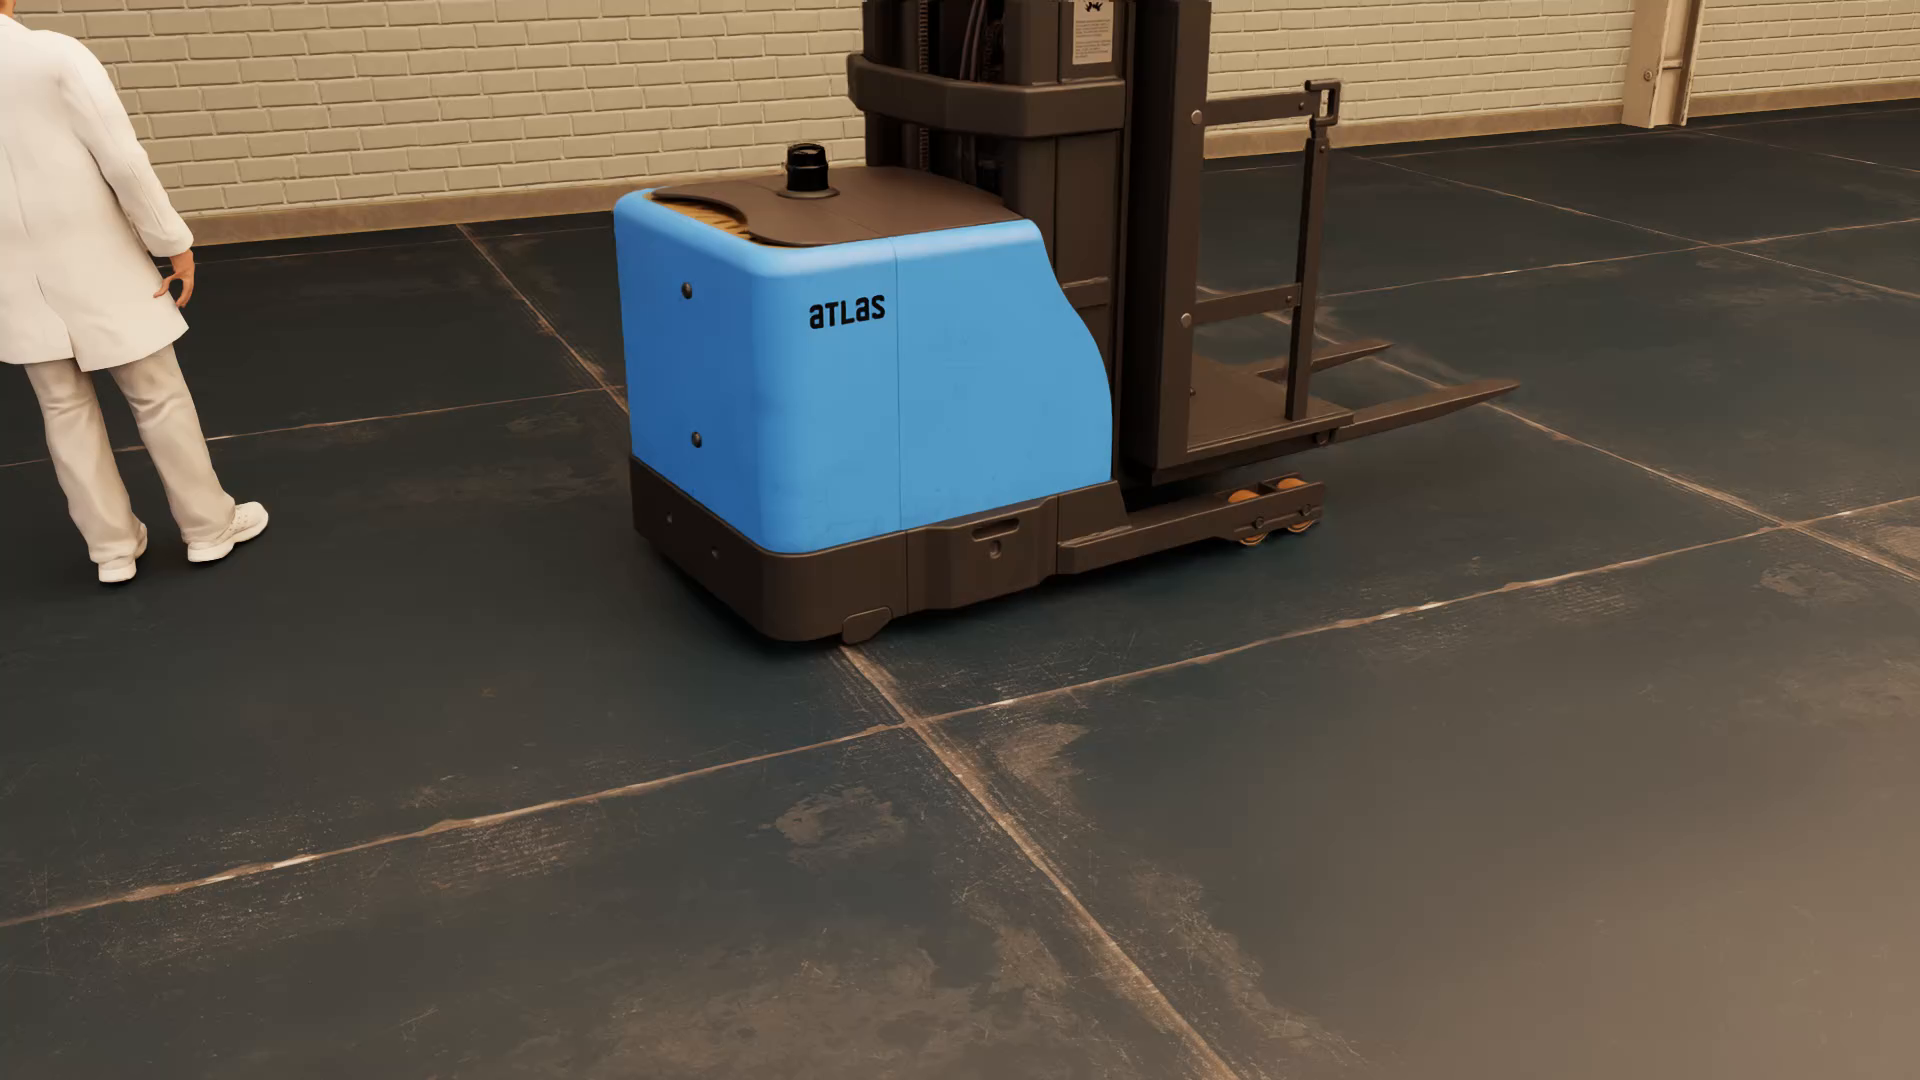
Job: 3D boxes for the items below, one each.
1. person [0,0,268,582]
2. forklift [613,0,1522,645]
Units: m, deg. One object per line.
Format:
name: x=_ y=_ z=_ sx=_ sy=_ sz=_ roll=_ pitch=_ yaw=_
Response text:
person: x=-2.450 y=-0.762 z=4.607 sx=0.695 sy=1.775 sz=0.582 roll=-2 pitch=23 yaw=-6
forklift: x=0.529 y=-1.493 z=4.879 sx=3.031 sy=2.935 sz=1.130 roll=-14 pitch=26 yaw=-30
